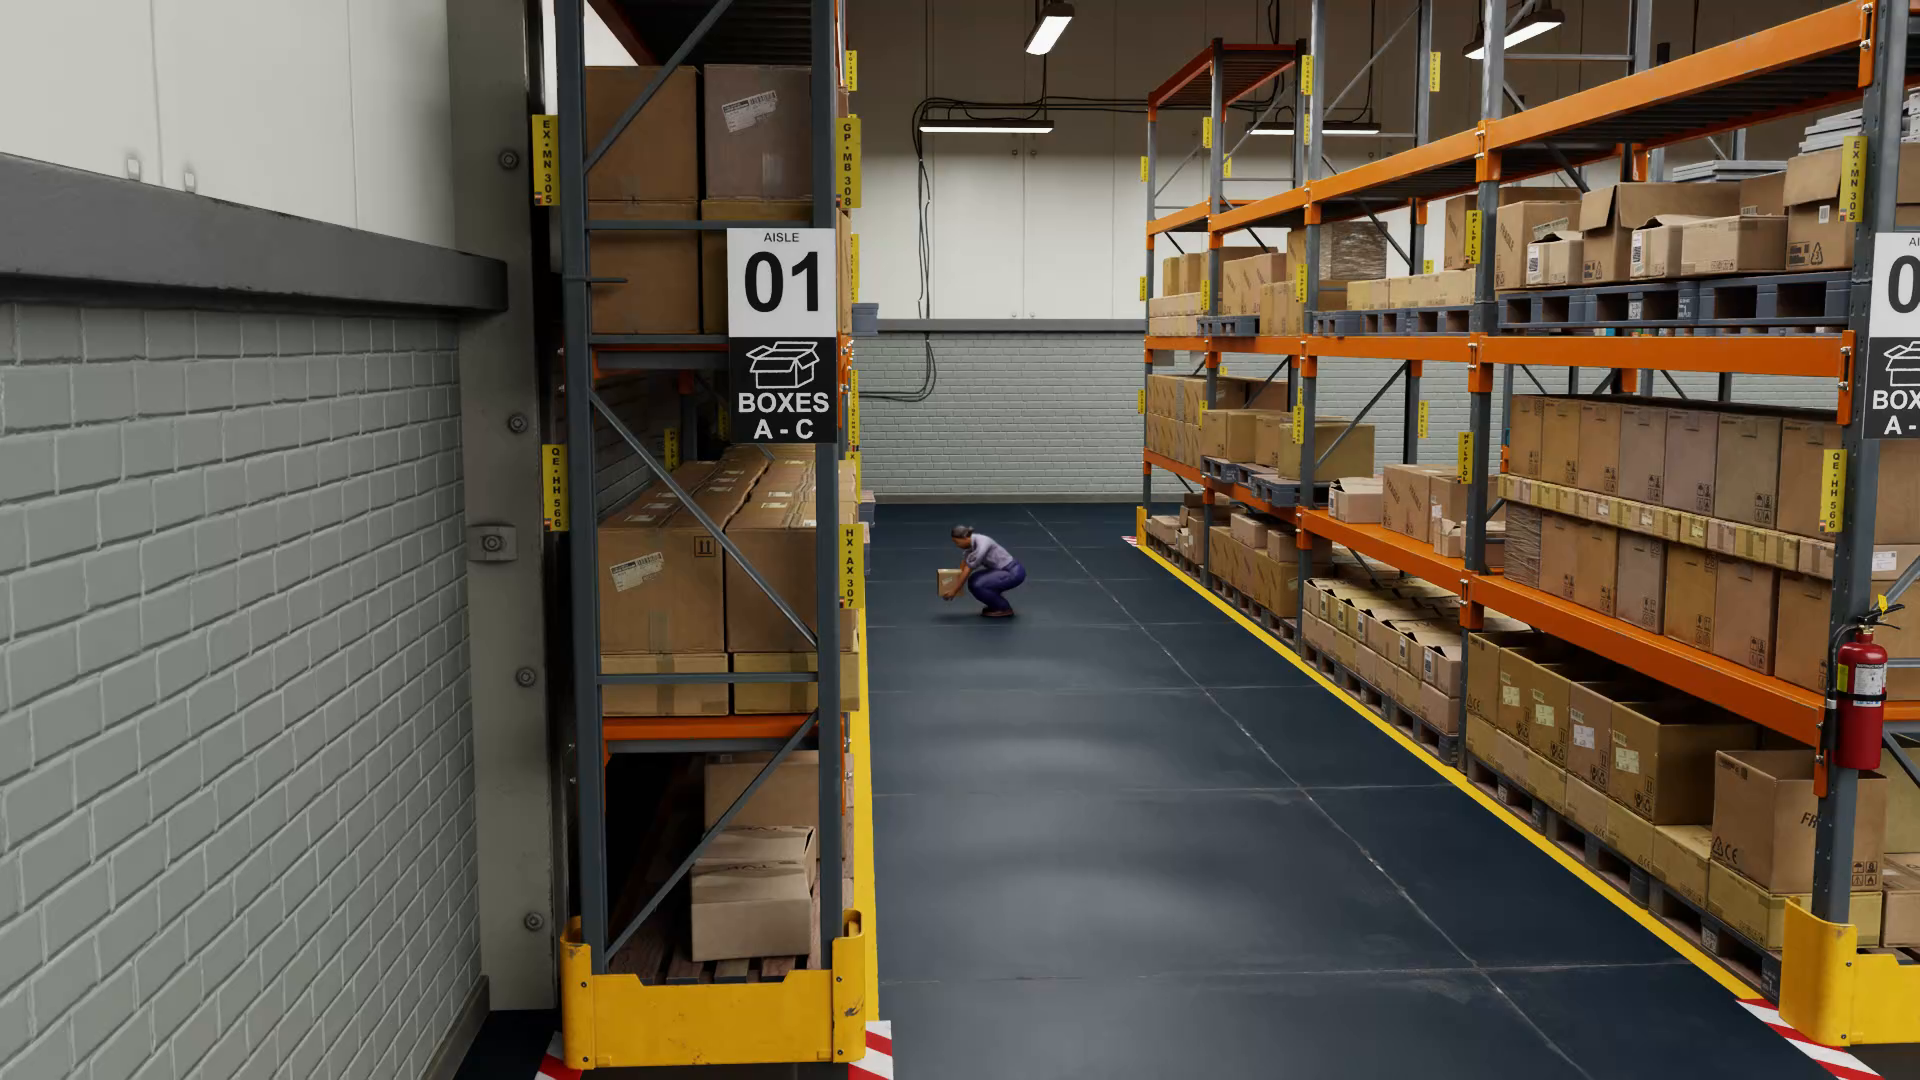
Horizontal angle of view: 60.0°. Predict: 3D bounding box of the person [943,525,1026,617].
[{"bbox_3d":[0.239,0.303,16.831,0.852,0.938,0.517,-1,7,-5],"label":"person"}]
